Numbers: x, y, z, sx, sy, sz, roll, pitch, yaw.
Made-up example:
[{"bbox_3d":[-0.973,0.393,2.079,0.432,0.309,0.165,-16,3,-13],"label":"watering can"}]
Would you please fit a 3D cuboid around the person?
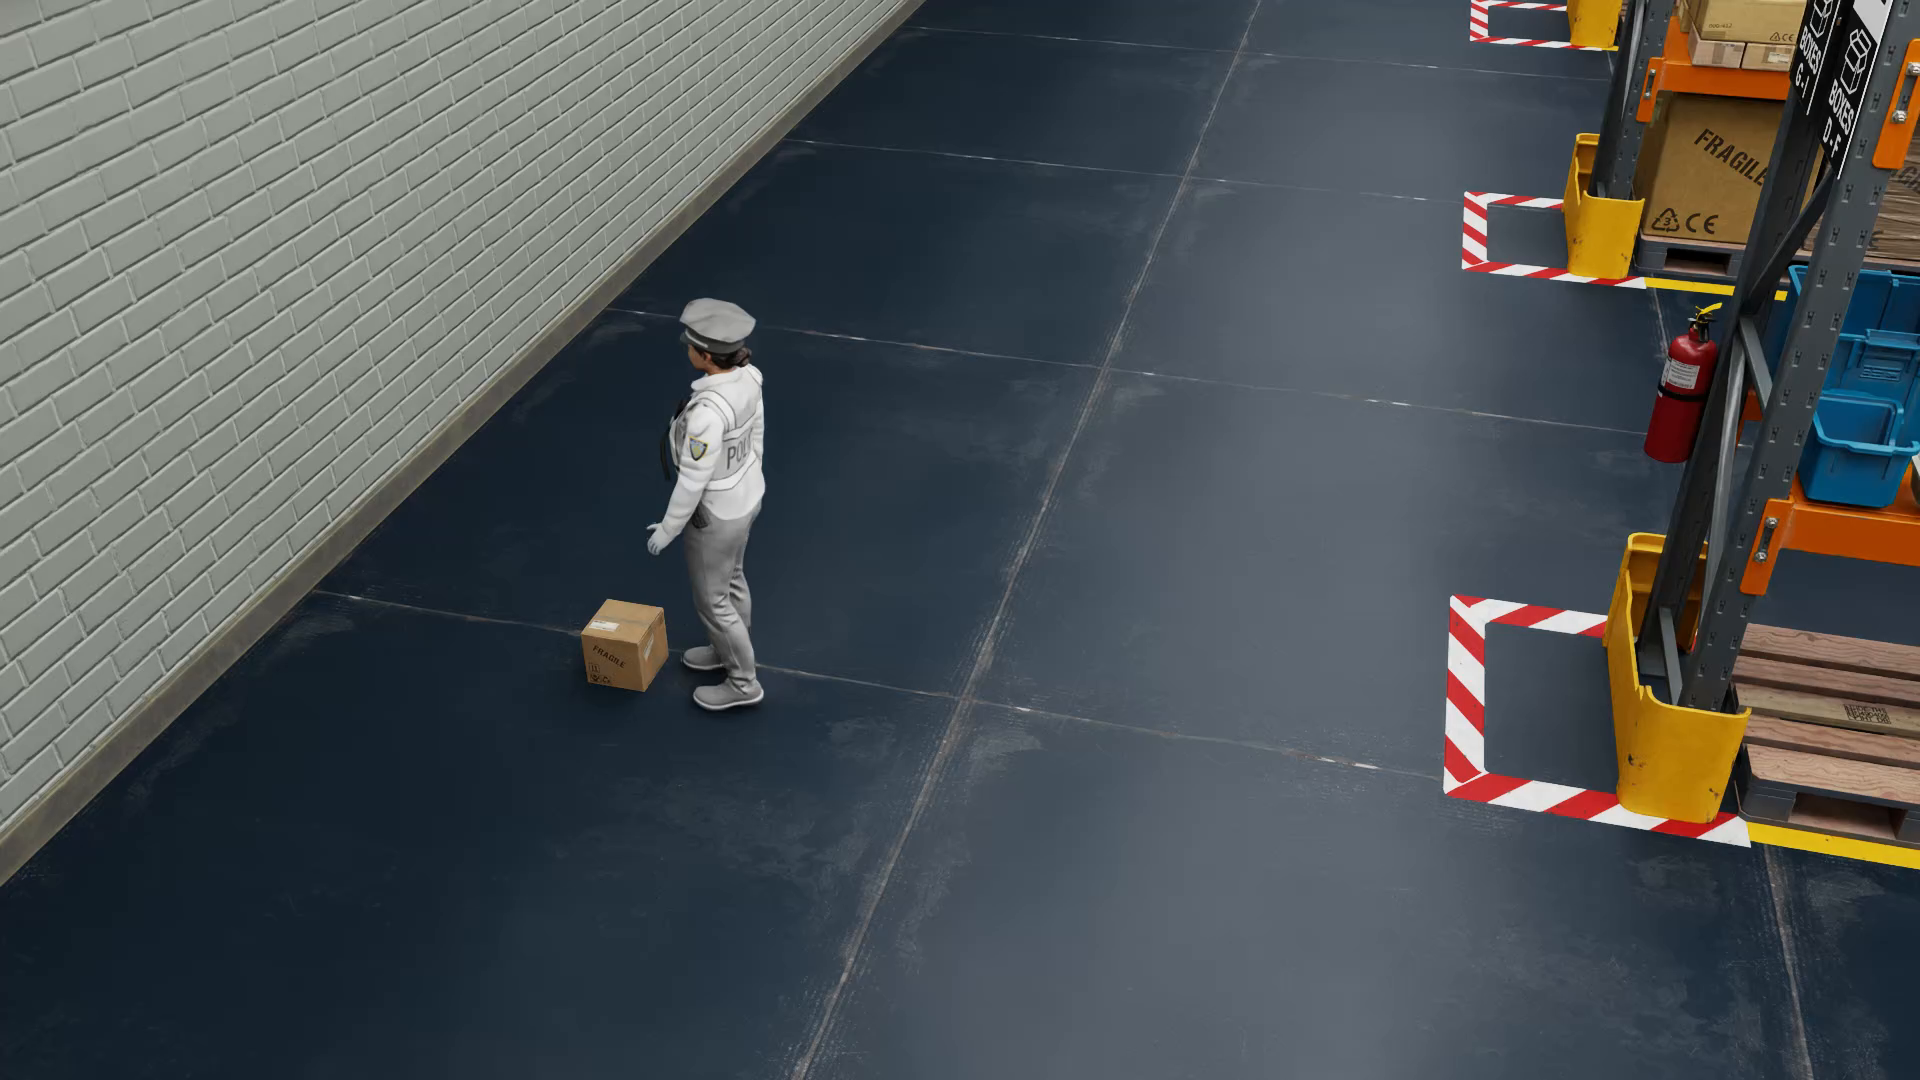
[{"bbox_3d":[-0.952,-0.118,6.289,0.457,1.691,0.520,8,34,12],"label":"person"}]
